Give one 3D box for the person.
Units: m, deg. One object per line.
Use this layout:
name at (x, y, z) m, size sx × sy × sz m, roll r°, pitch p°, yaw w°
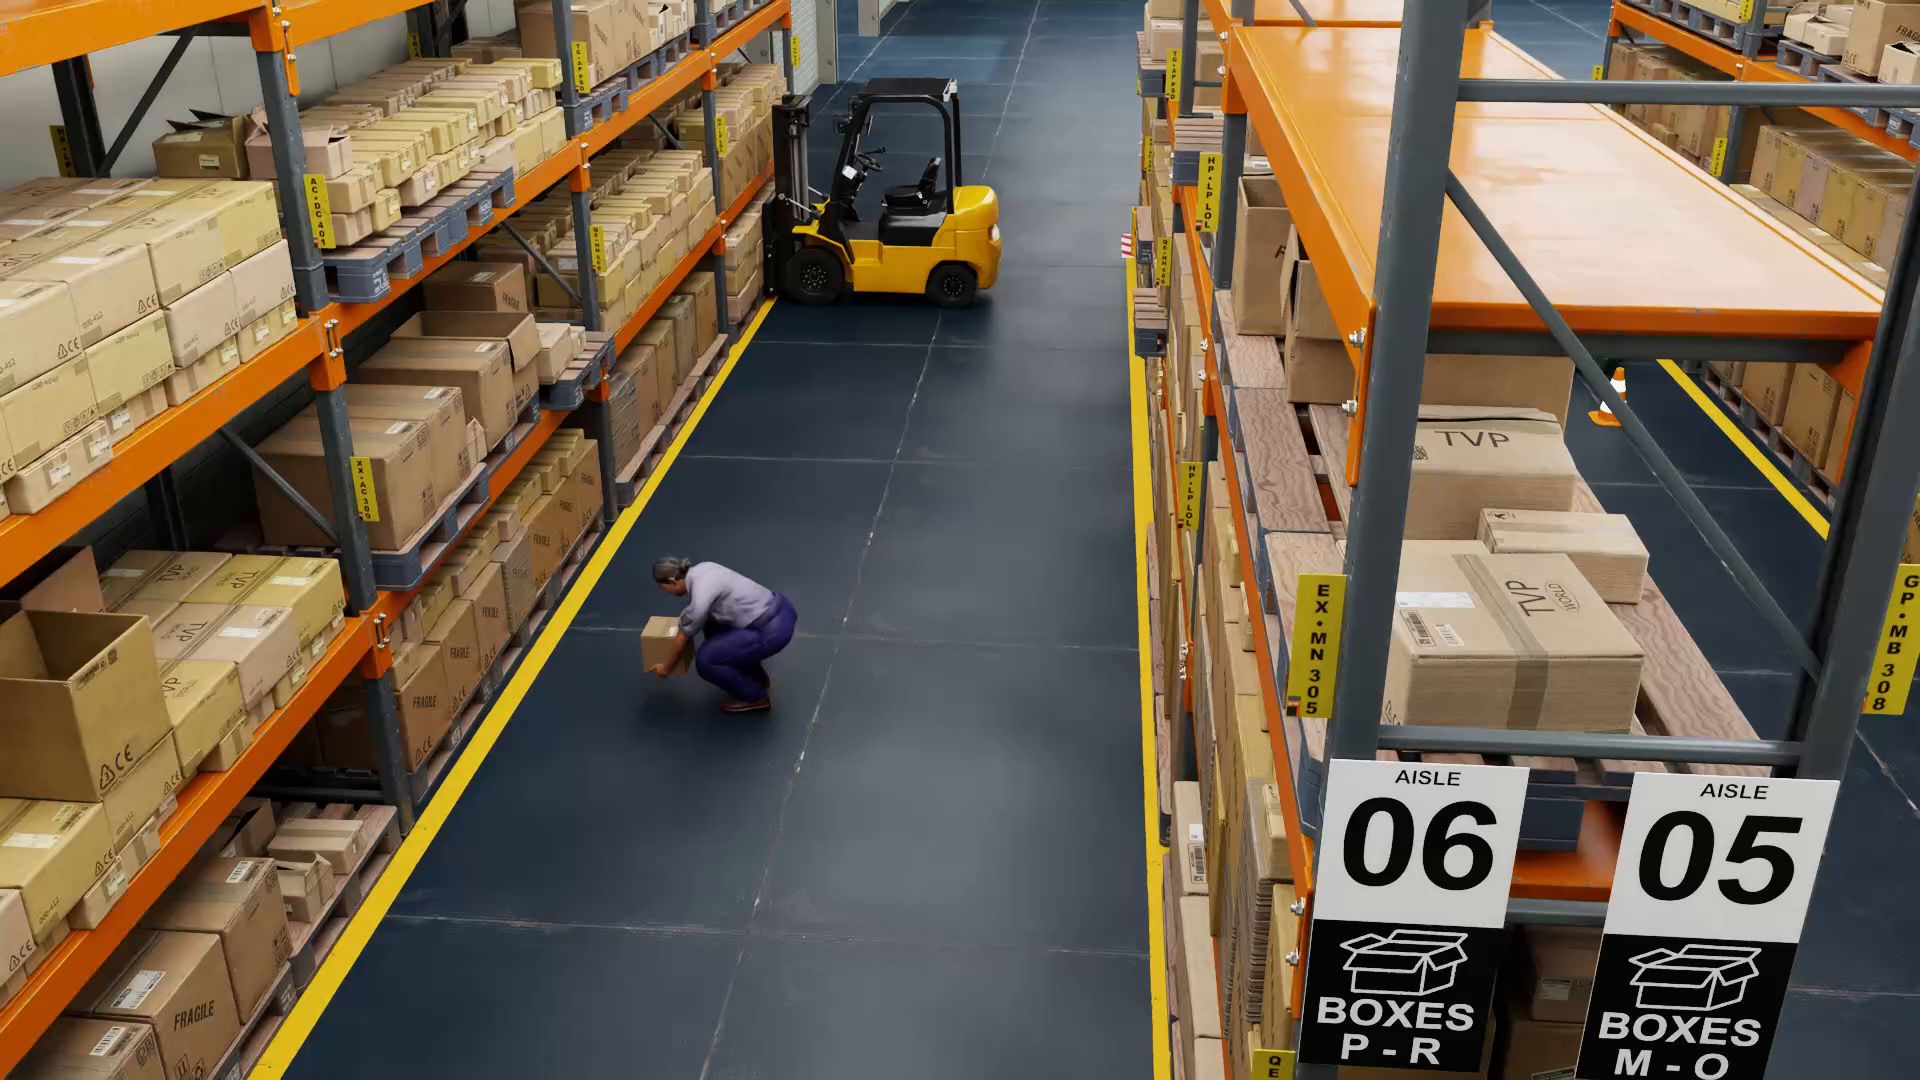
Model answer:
person at (-1.390, 0.516, 9.753) m, size 0.861 × 0.937 × 0.500 m, roll 1°, pitch 25°, yaw 3°
